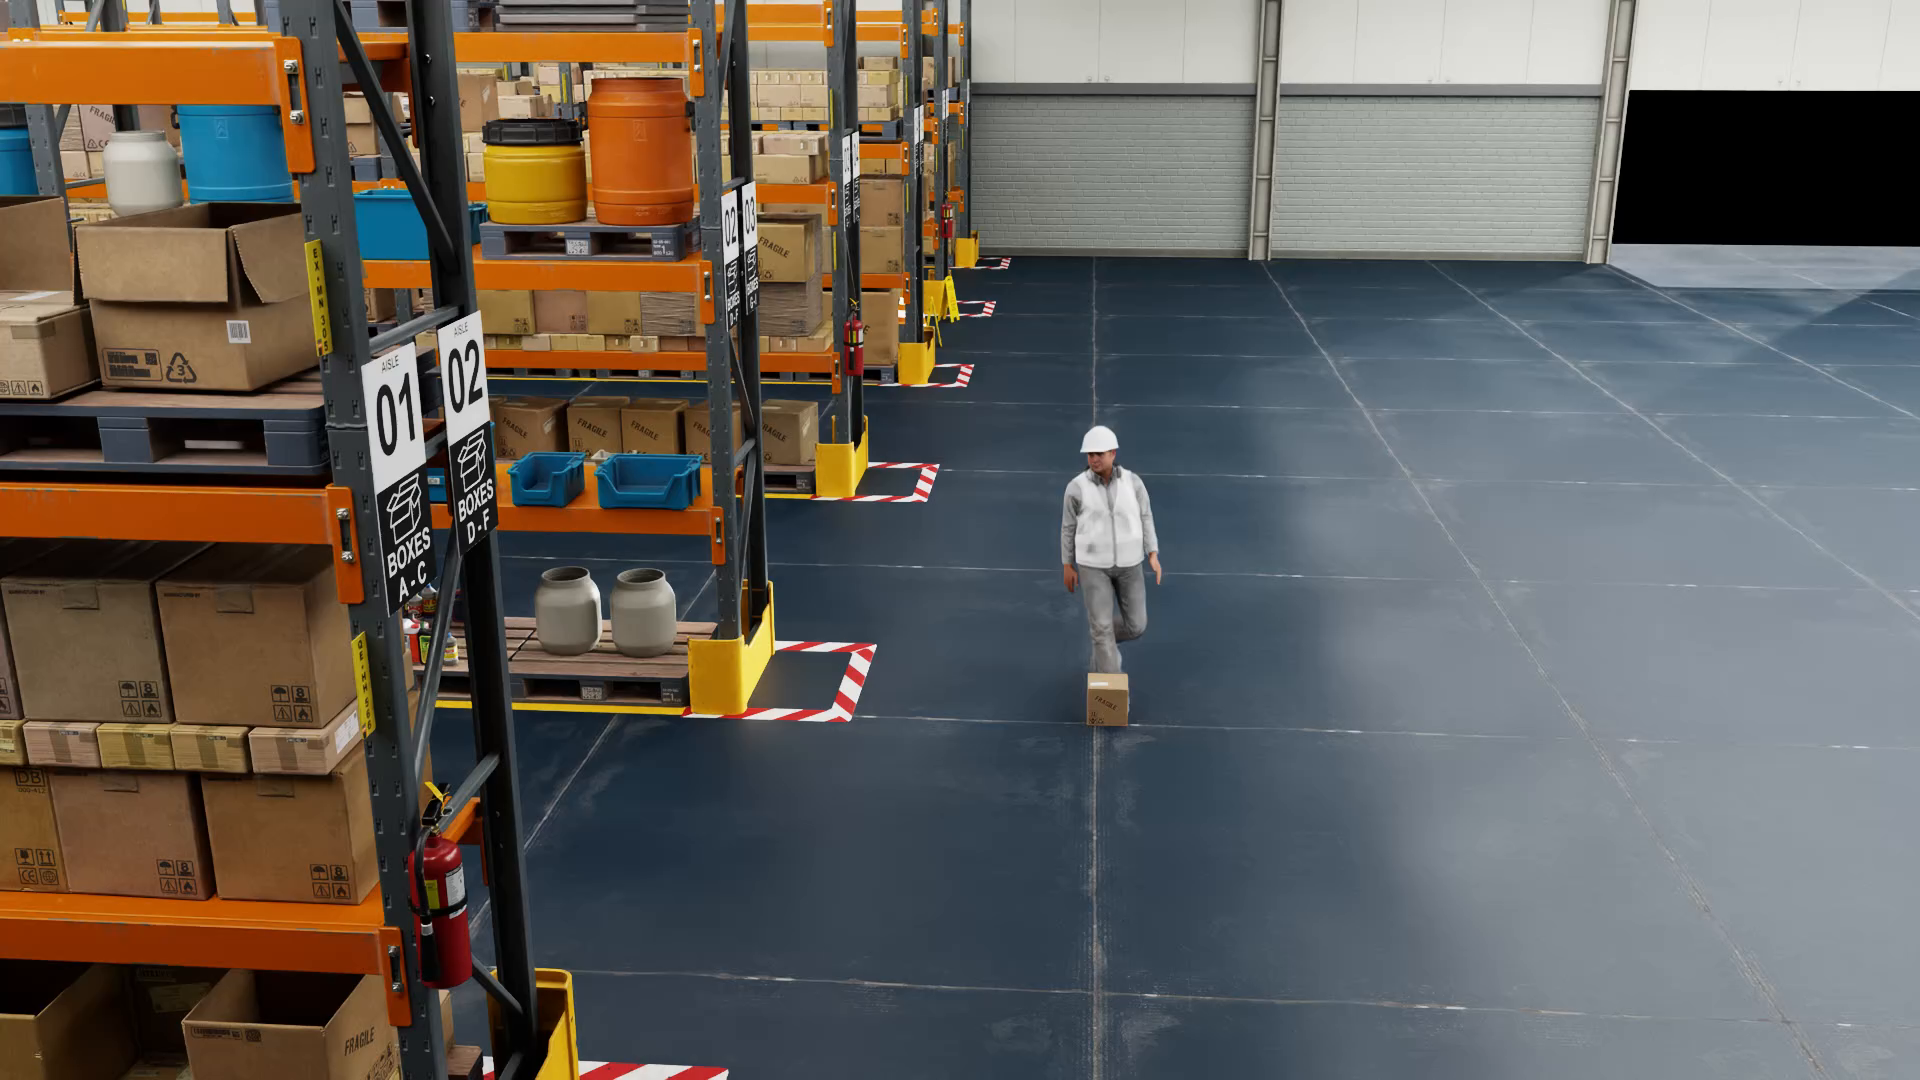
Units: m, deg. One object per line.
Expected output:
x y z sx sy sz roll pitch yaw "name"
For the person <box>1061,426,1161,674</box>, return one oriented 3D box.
0.966 0.162 10.529 0.604 1.739 0.809 -2 18 -7 "person"
